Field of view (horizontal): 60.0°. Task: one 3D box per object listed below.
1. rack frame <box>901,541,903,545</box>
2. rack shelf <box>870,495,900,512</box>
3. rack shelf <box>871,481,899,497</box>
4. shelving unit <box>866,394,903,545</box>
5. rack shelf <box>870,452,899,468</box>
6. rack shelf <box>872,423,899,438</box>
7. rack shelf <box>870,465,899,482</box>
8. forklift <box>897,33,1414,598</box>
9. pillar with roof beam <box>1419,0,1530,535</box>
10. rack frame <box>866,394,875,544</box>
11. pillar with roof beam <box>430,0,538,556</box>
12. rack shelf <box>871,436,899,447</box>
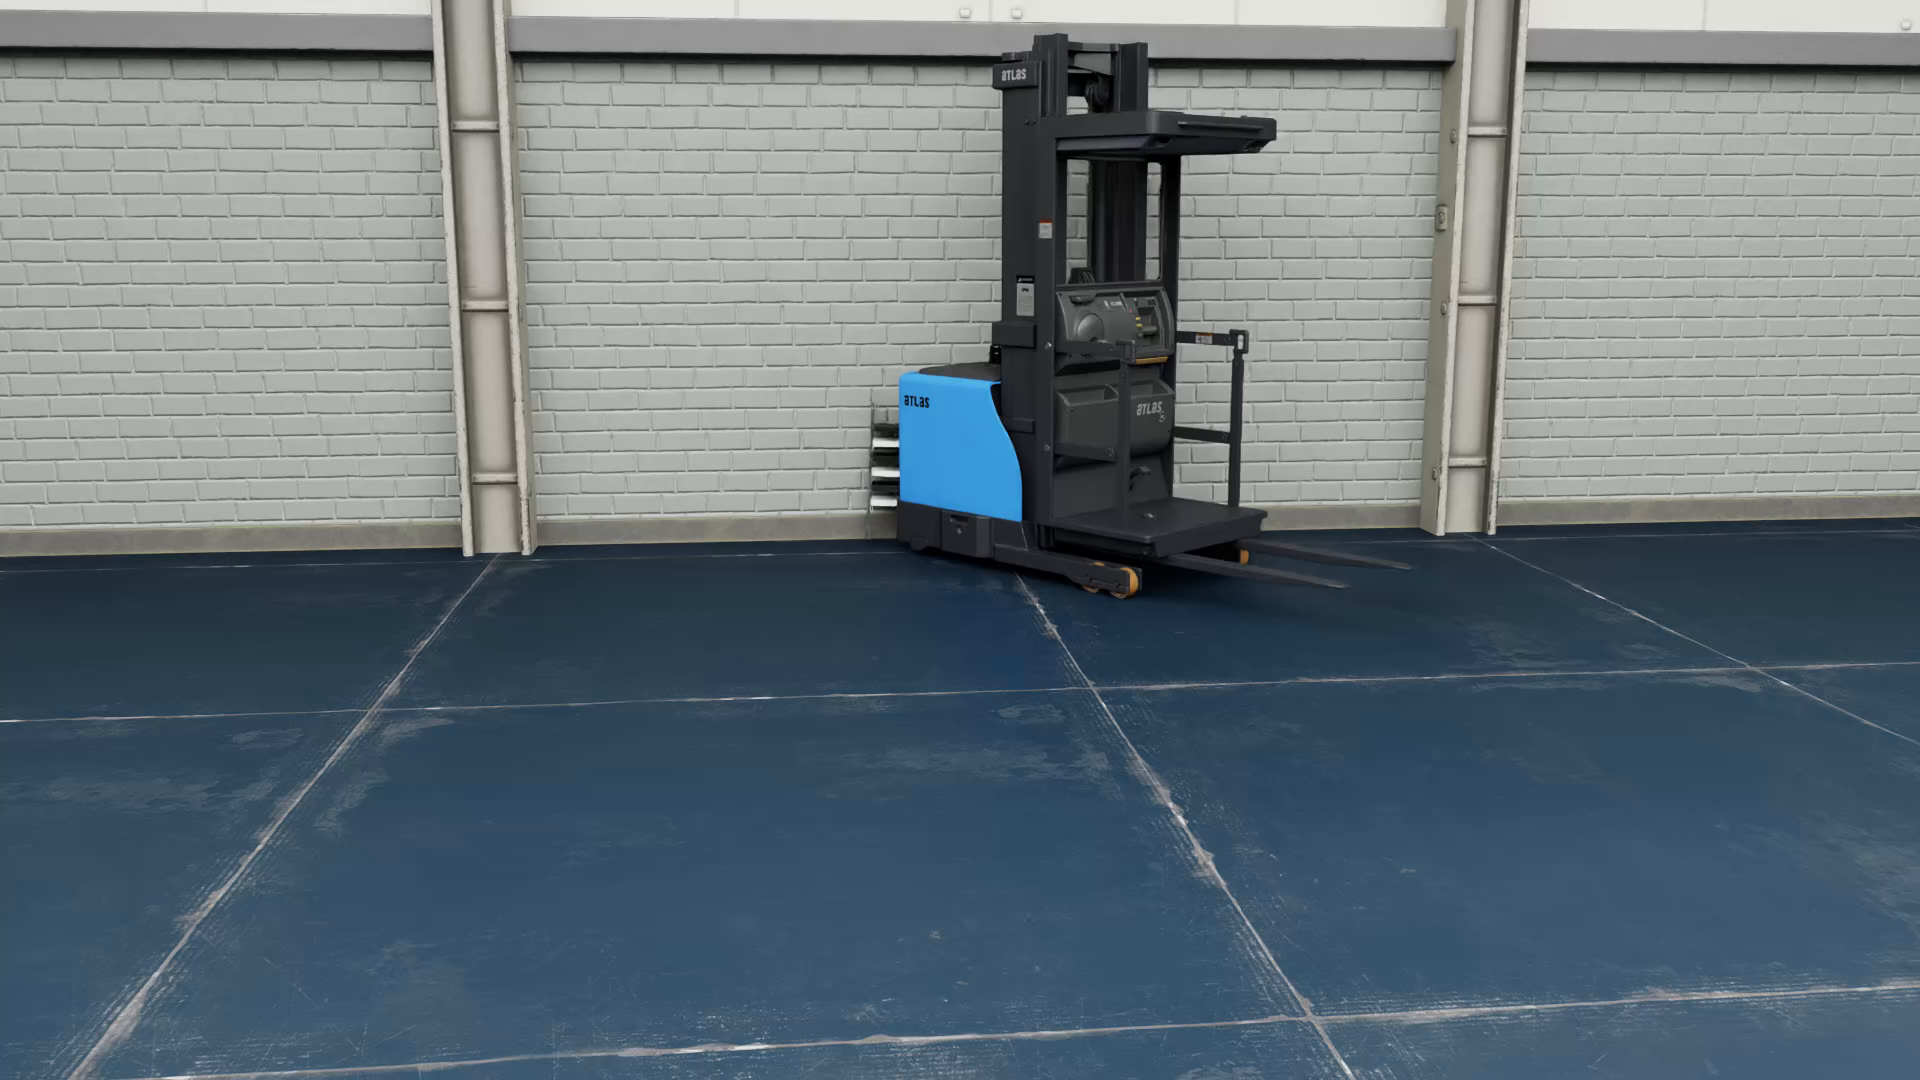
[{"bbox_3d":[-0.346,-0.432,10.206,0.006,0.900,0.240,2,8,-6],"label":"rack frame"},{"bbox_3d":[-0.457,-0.224,10.226,0.200,0.077,0.258,2,8,-6],"label":"rack shelf"},{"bbox_3d":[-0.453,-0.313,10.213,0.200,0.077,0.258,2,8,-6],"label":"rack shelf"},{"bbox_3d":[-0.447,-0.435,10.195,0.210,0.900,0.258,2,8,-6],"label":"shelving unit"},{"bbox_3d":[-0.444,-0.491,10.187,0.200,0.077,0.258,2,8,-6],"label":"rack shelf"},{"bbox_3d":[-0.435,-0.669,10.160,0.200,0.077,0.258,2,8,-6],"label":"rack shelf"},{"bbox_3d":[-0.448,-0.402,10.200,0.200,0.077,0.258,2,8,-6],"label":"rack shelf"},{"bbox_3d":[1.017,-1.242,9.086,1.130,2.935,3.031,-11,16,-44],"label":"forklift"},{"bbox_3d":[3.657,-3.653,5.620,0.400,9.000,9.100,-1,11,-6],"label":"pillar with roof beam"},{"bbox_3d":[-0.548,-0.439,10.184,0.006,0.900,0.240,2,8,-6],"label":"rack frame"},{"bbox_3d":[-2.308,-3.528,4.984,0.400,9.000,9.100,-1,11,-6],"label":"pillar with roof beam"},{"bbox_3d":[-0.440,-0.580,10.174,0.200,0.077,0.258,2,8,-6],"label":"rack shelf"}]
